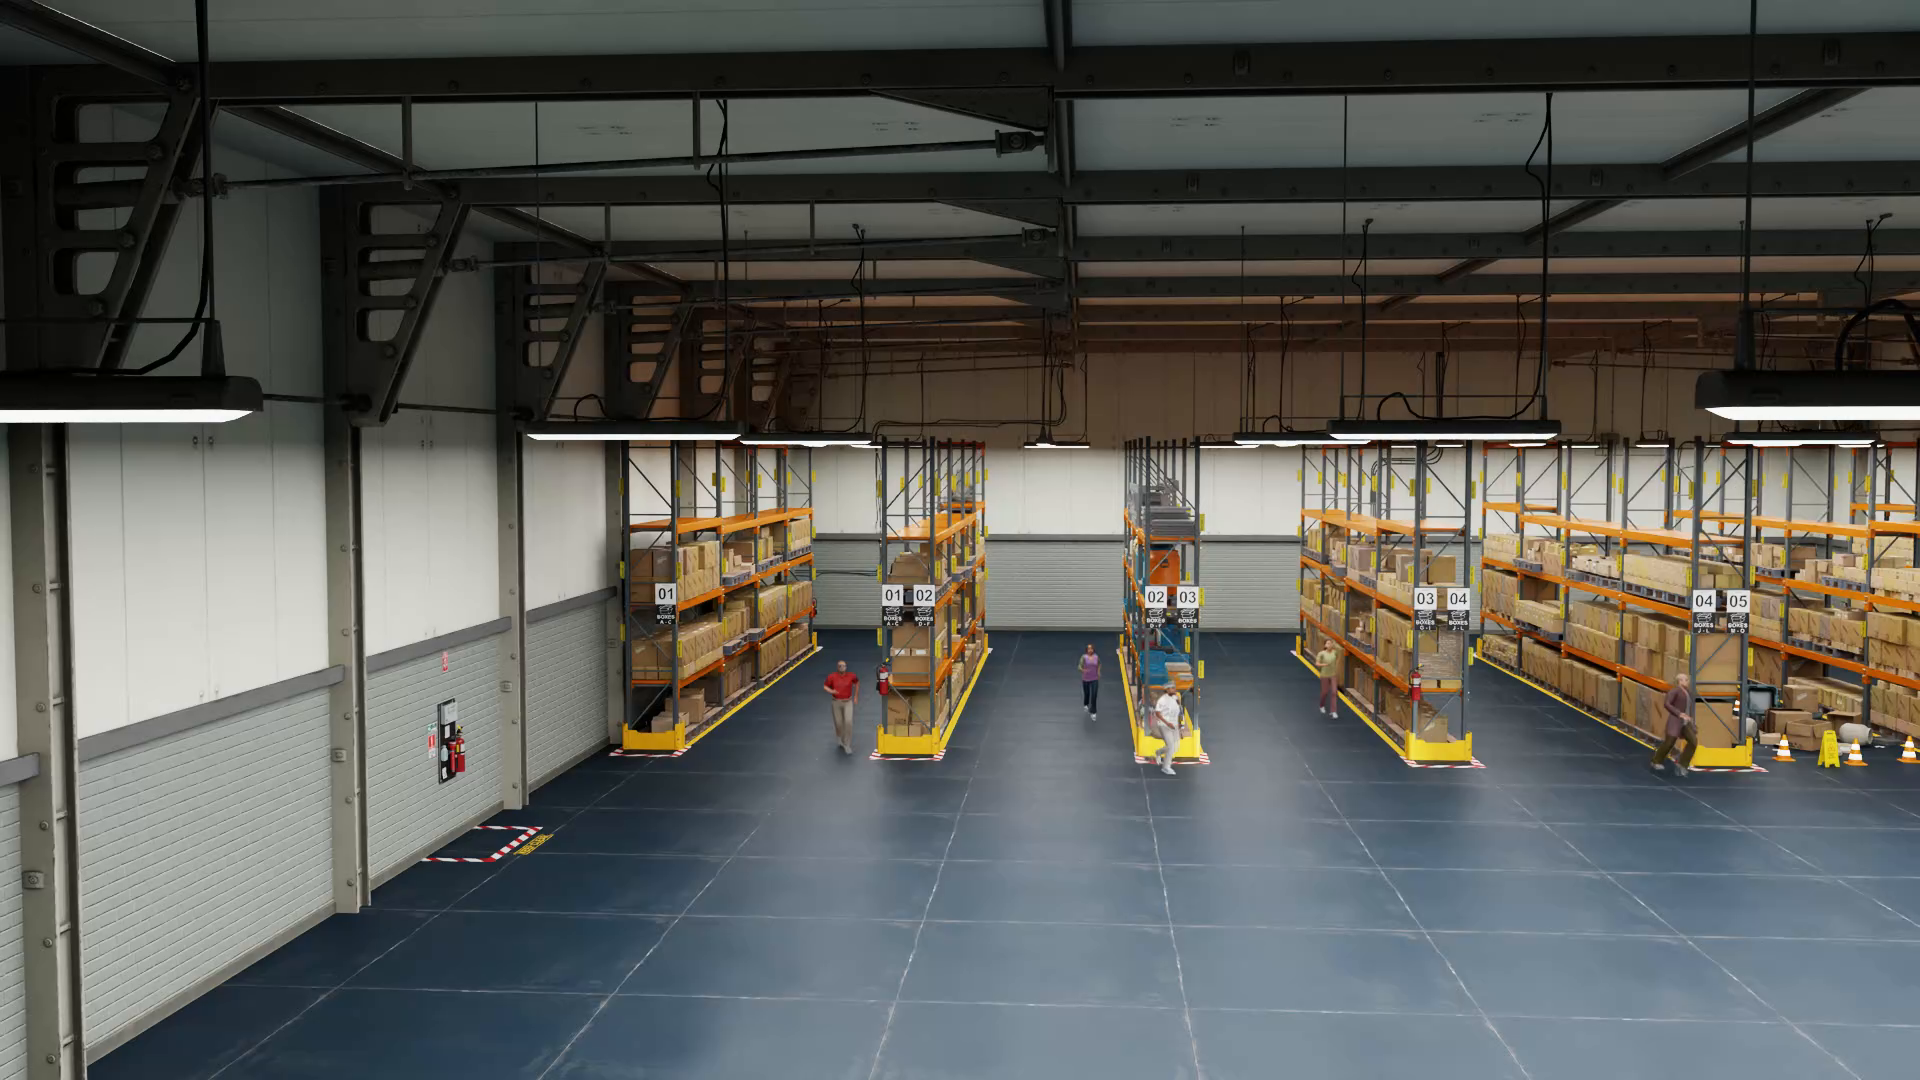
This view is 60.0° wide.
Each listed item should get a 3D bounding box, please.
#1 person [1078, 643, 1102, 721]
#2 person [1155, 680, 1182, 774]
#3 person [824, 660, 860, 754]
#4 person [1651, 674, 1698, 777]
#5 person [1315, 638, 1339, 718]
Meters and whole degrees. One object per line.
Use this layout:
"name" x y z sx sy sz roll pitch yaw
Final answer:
"person" 2.781 3.006 35.552 0.540 1.597 0.879 0 3 -4
"person" 3.707 3.322 29.705 0.614 1.660 0.566 -3 4 -44
"person" -2.263 3.170 31.821 0.690 1.762 0.941 0 3 -4
"person" 12.762 3.284 29.539 0.770 1.820 0.740 -2 3 -26
"person" 7.917 2.952 35.725 0.580 1.645 0.908 0 3 -5
